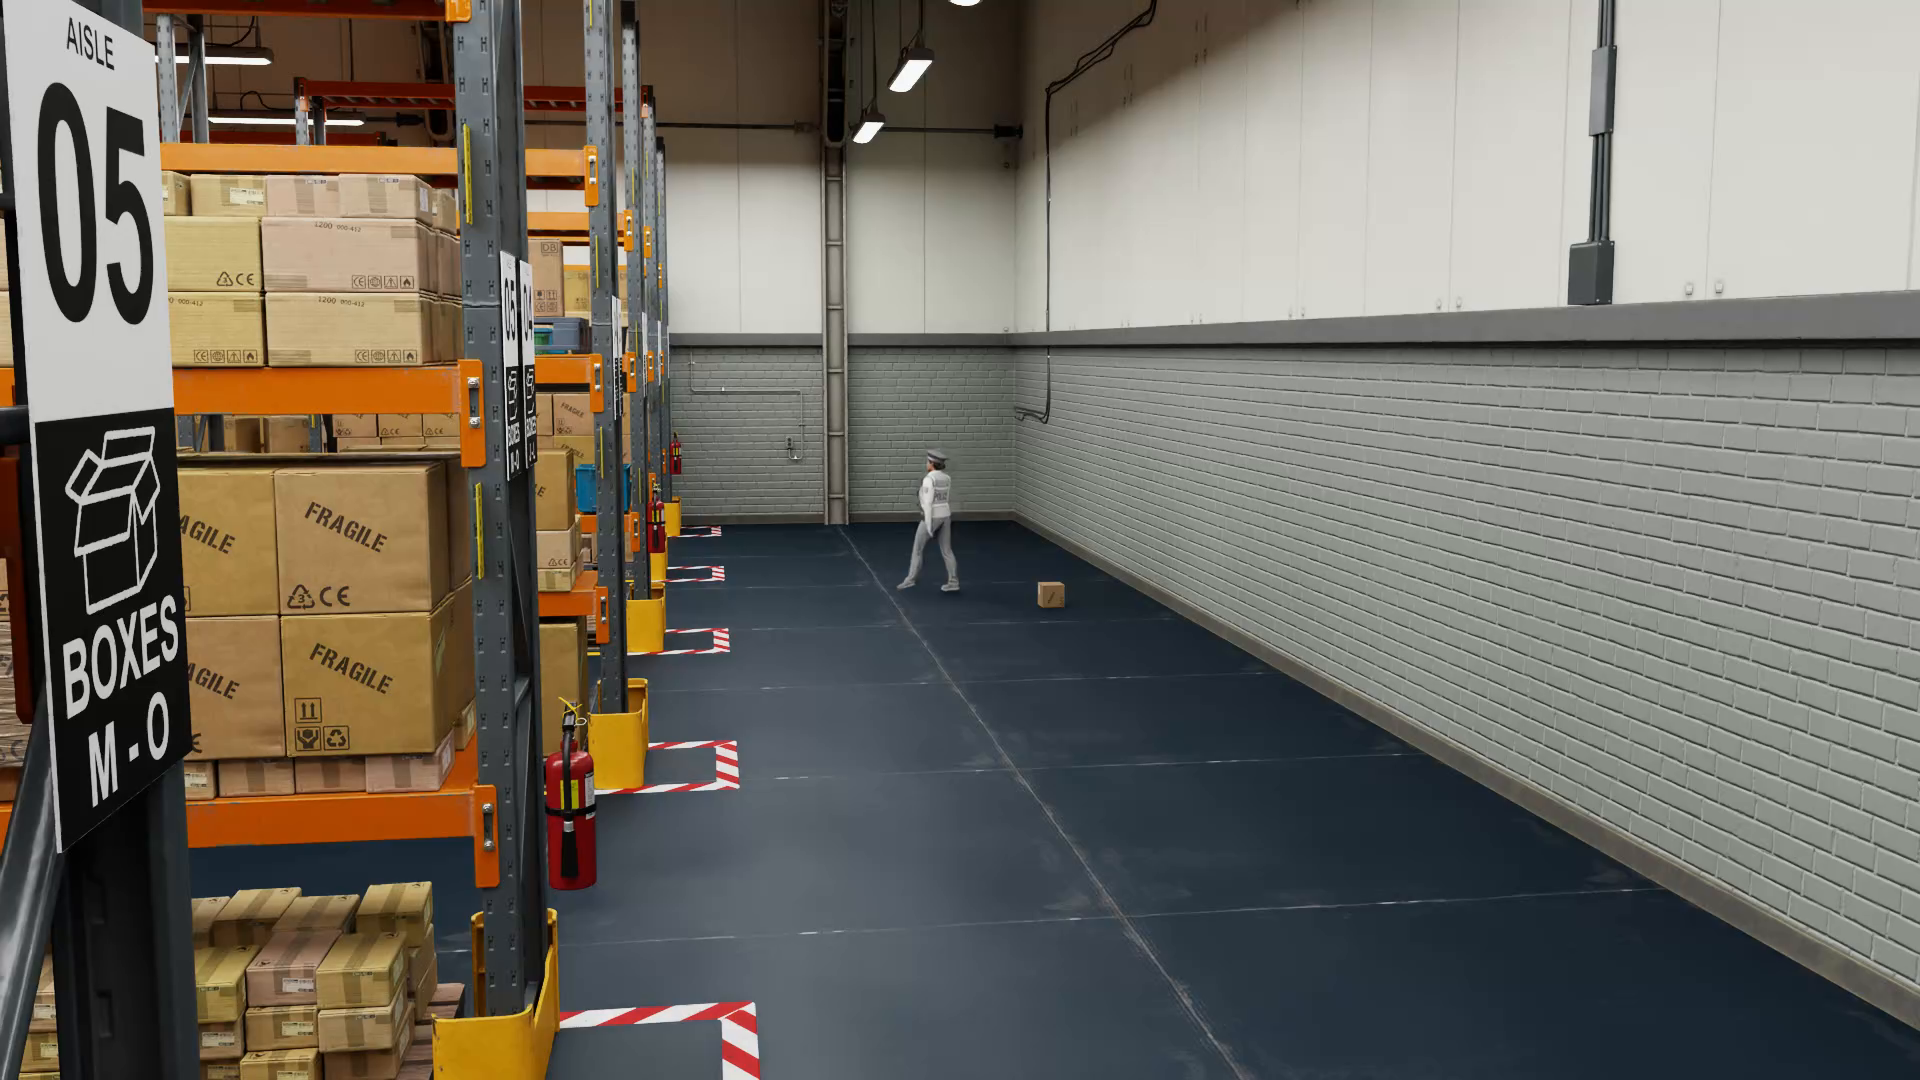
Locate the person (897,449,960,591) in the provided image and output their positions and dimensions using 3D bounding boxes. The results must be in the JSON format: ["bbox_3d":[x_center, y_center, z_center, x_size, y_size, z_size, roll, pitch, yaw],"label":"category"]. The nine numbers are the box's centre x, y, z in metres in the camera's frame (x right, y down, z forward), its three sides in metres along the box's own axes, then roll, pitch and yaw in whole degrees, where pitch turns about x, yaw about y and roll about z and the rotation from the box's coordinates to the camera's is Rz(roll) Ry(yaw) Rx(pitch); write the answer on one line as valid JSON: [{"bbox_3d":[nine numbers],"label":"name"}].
[{"bbox_3d":[-0.344,-0.227,19.537,0.862,1.679,0.501,6,9,43],"label":"person"}]
